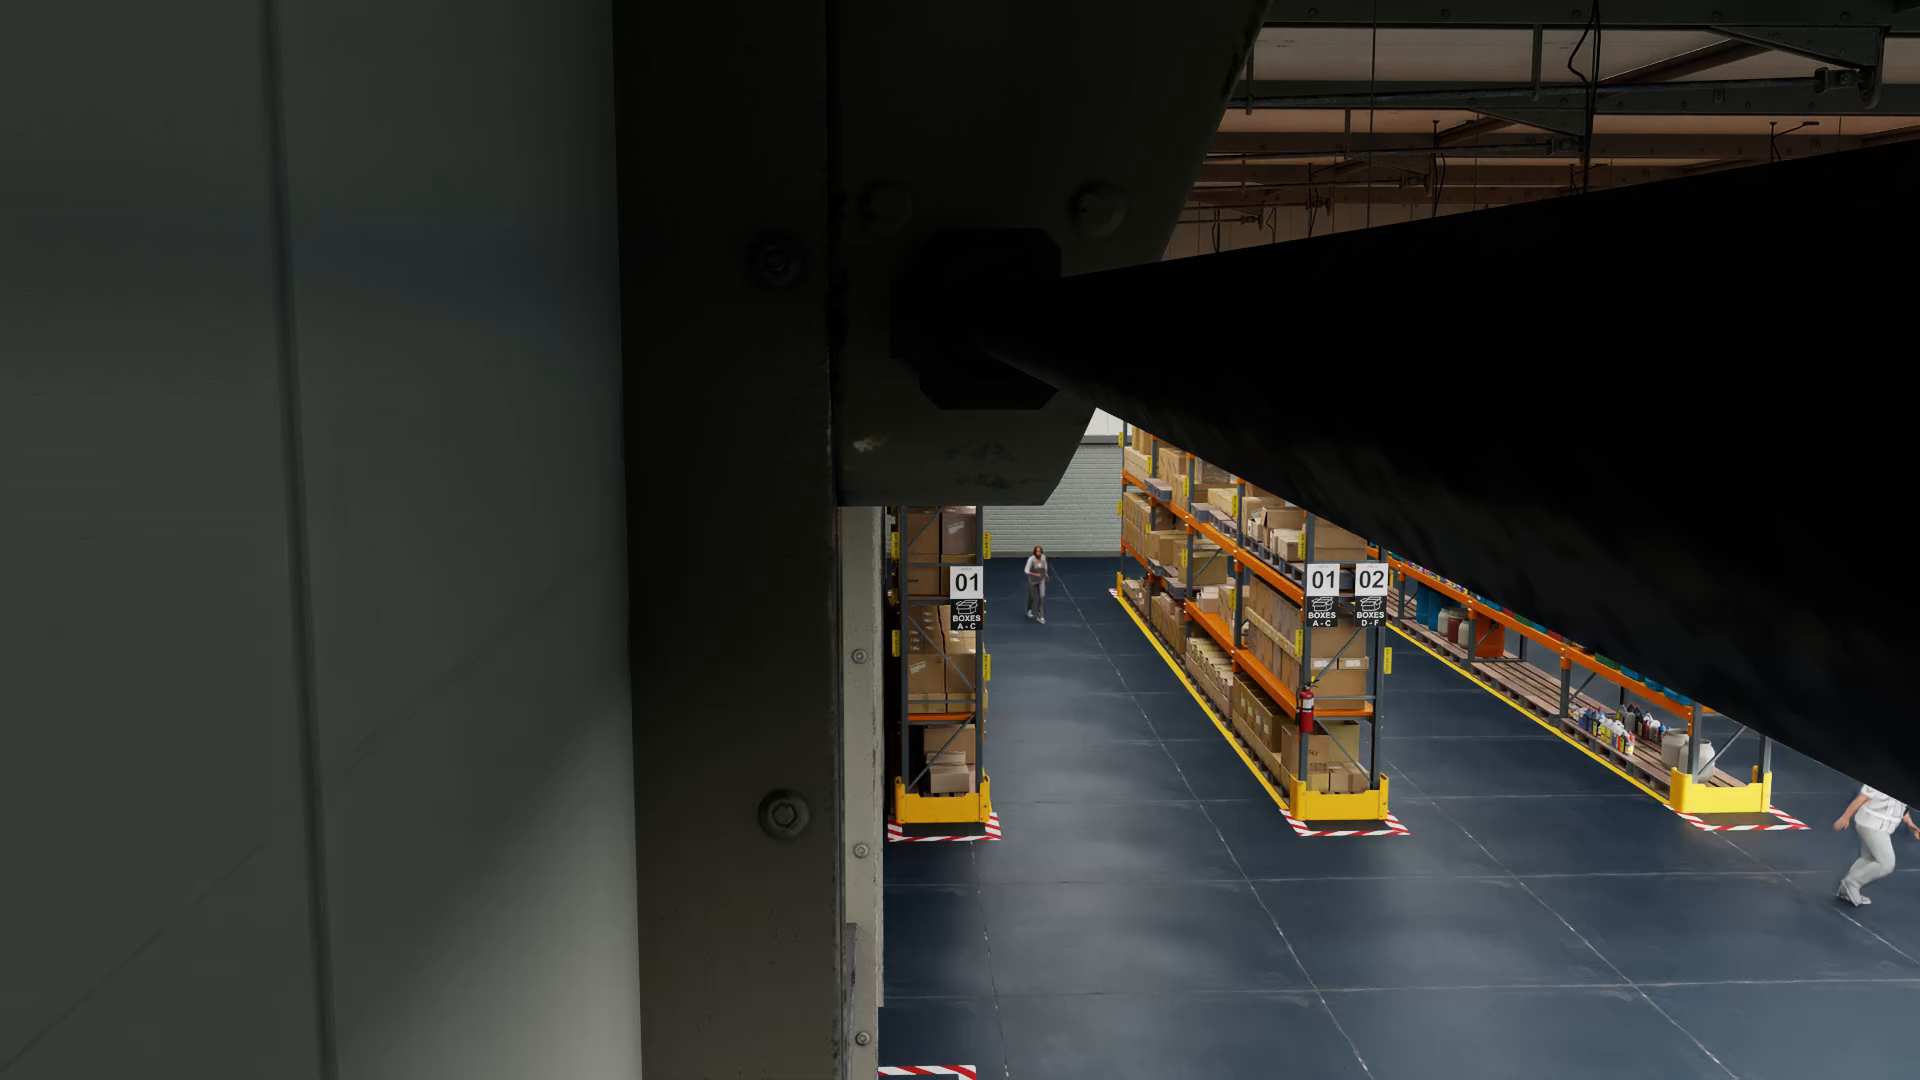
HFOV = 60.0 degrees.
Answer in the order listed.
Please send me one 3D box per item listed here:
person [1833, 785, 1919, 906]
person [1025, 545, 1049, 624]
[{"bbox_3d":[9.708,3.032,17.574,0.724,1.696,0.660,8,11,44],"label":"person"},{"bbox_3d":[1.523,0.910,33.477,0.536,1.462,0.895,-2,8,-13],"label":"person"}]
